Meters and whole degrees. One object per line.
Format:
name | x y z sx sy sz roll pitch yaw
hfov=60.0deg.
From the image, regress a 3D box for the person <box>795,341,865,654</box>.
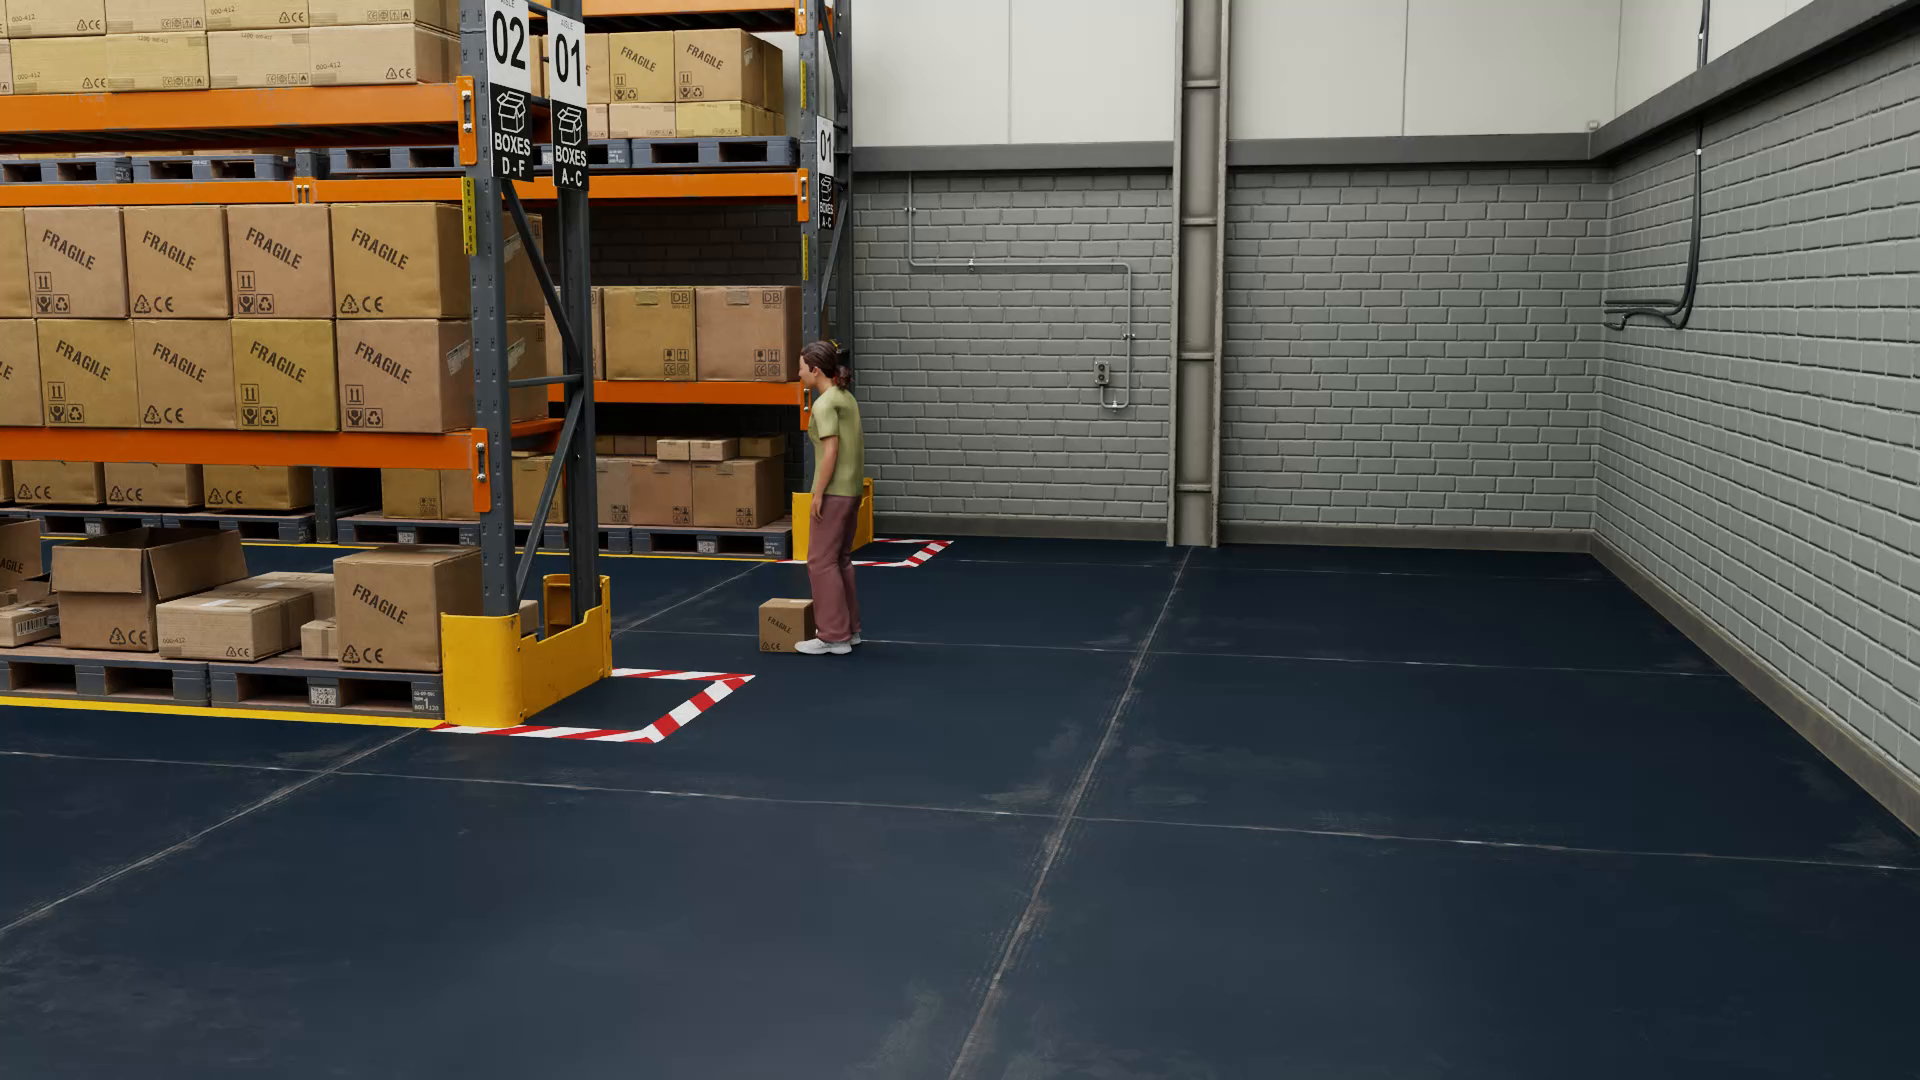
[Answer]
person | -0.699 -0.232 8.963 0.356 1.673 0.499 2 8 11
